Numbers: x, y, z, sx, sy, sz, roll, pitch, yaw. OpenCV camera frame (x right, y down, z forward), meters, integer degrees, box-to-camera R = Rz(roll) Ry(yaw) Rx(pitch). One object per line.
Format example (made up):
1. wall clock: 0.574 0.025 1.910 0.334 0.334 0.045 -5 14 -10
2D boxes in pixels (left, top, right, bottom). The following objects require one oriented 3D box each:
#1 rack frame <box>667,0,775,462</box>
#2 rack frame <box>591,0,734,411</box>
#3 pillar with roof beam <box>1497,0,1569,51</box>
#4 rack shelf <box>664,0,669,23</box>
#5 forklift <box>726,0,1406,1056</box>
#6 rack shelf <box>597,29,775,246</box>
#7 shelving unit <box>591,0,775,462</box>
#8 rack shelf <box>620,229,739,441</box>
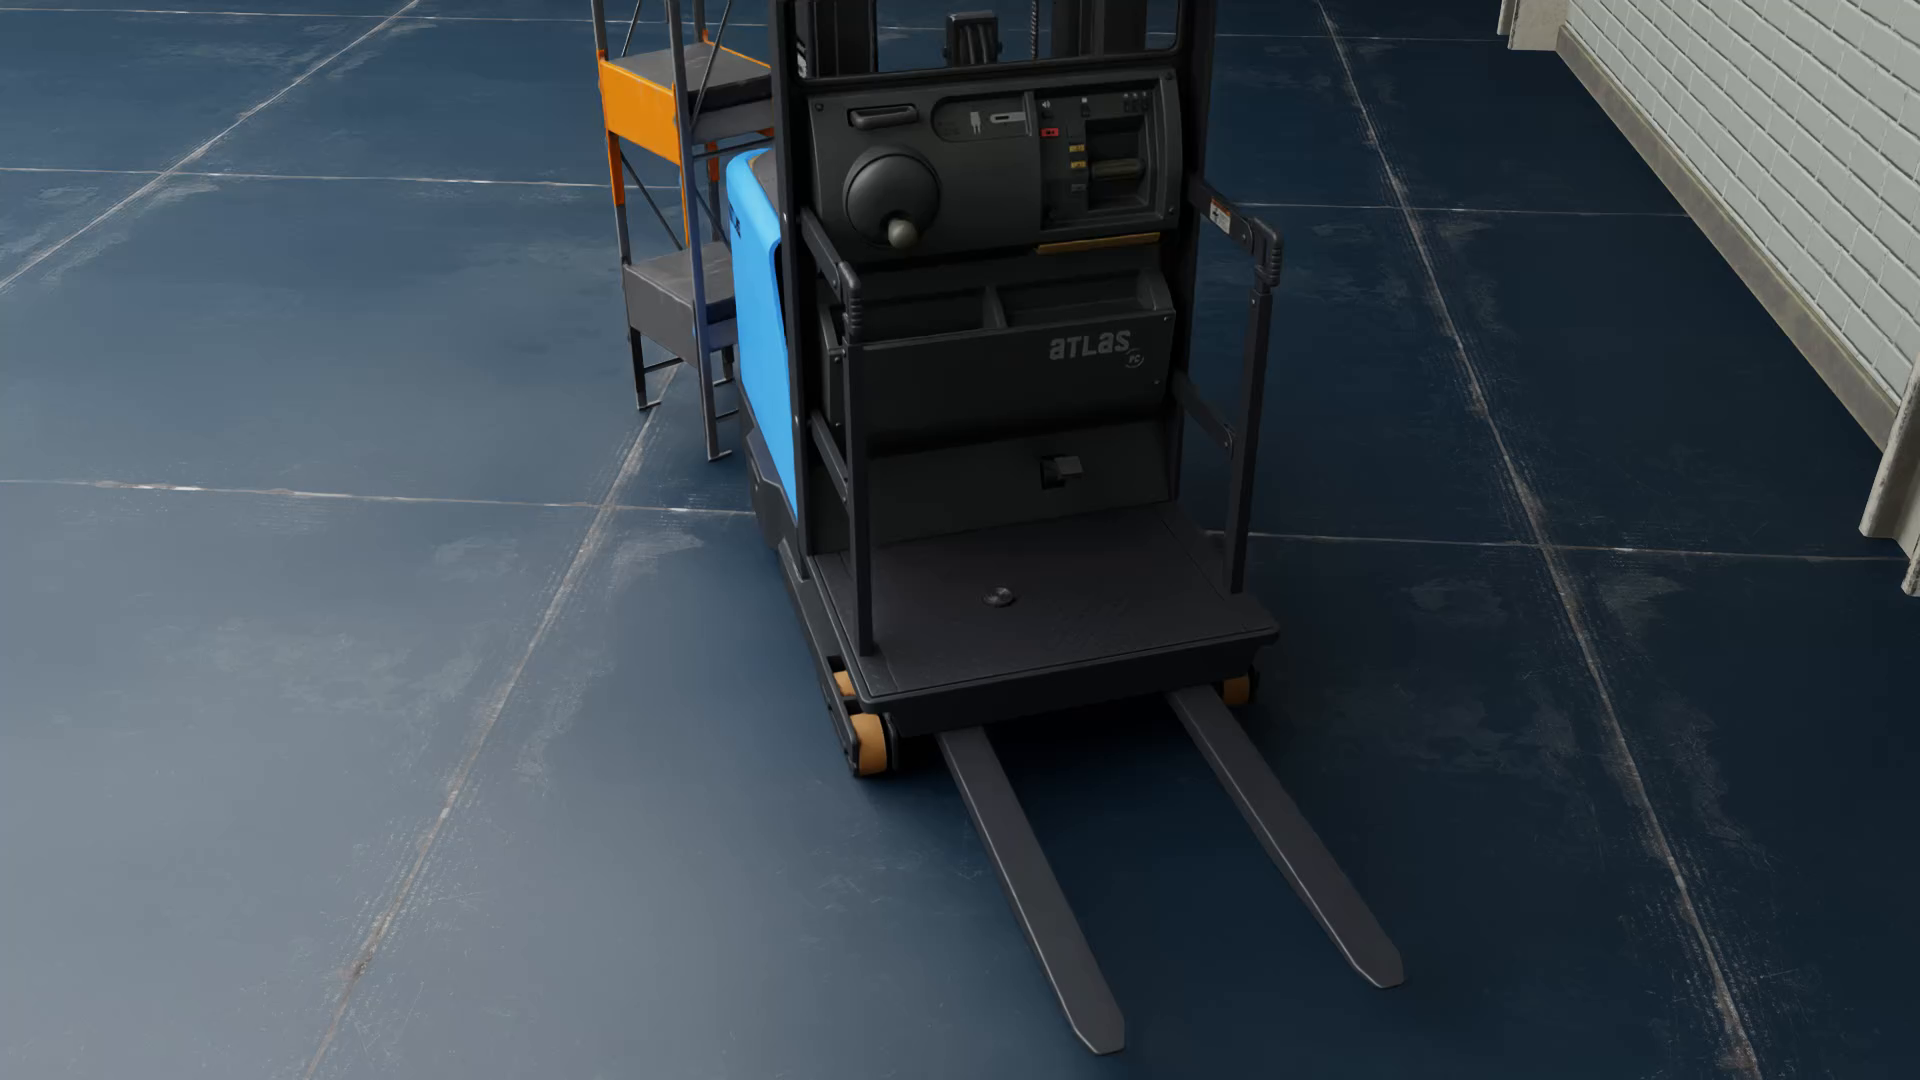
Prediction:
1. rack frame: -0.701 -1.230 5.244 0.400 2.100 0.015 -23 38 -32
2. rack frame: -1.007 -1.429 5.567 0.400 2.100 0.015 -23 38 -32
3. pillar with roof beam: -0.794 -7.083 8.166 9.100 9.000 0.400 2 32 4
4. rack shelf: -0.854 -1.914 5.046 0.431 0.518 0.480 -23 38 -32
5. forklift: 0.161 -0.874 3.875 1.130 2.935 3.031 -9 33 -14
6. rack shelf: -0.854 -1.318 5.413 0.431 0.518 0.480 -23 38 -32
7. shelving unit: -0.854 -1.329 5.406 0.431 2.100 0.503 -23 38 -32
8. rack shelf: -0.854 -0.722 5.780 0.431 0.518 0.480 -23 38 -32
